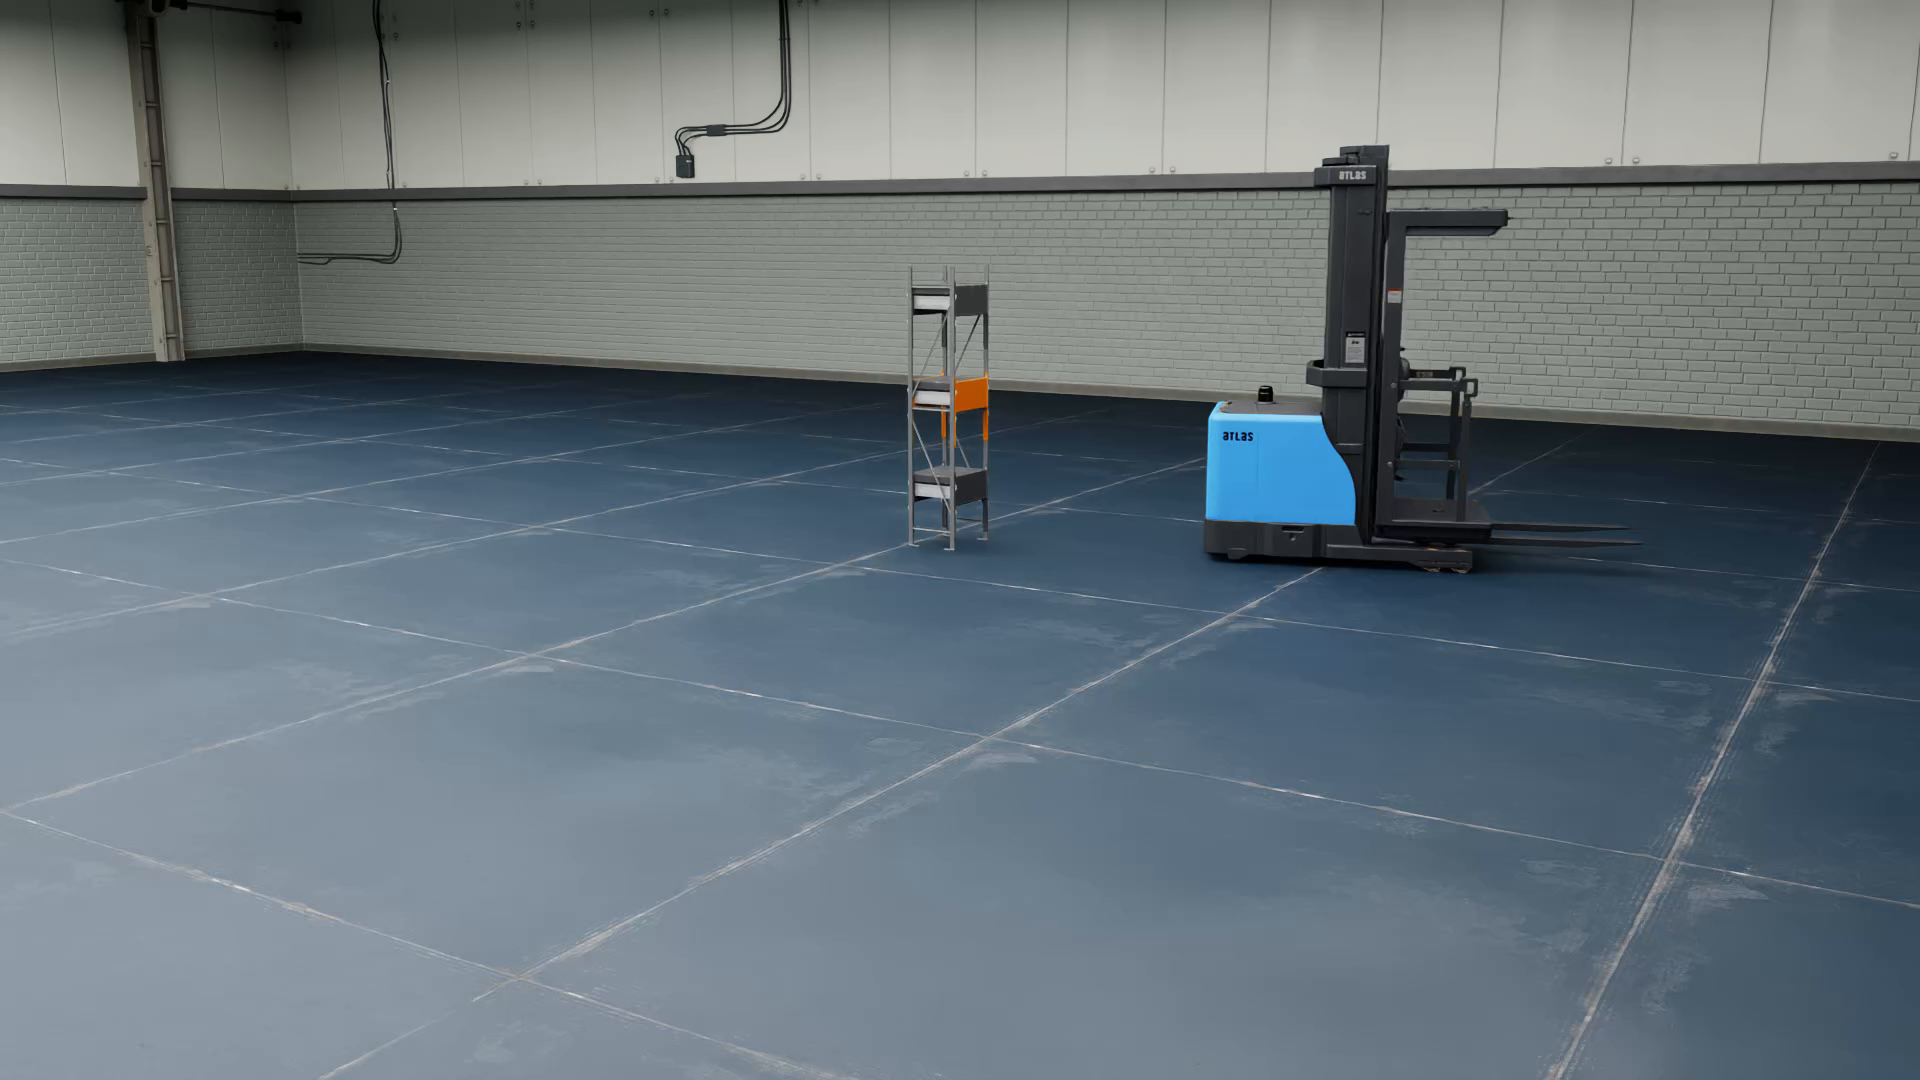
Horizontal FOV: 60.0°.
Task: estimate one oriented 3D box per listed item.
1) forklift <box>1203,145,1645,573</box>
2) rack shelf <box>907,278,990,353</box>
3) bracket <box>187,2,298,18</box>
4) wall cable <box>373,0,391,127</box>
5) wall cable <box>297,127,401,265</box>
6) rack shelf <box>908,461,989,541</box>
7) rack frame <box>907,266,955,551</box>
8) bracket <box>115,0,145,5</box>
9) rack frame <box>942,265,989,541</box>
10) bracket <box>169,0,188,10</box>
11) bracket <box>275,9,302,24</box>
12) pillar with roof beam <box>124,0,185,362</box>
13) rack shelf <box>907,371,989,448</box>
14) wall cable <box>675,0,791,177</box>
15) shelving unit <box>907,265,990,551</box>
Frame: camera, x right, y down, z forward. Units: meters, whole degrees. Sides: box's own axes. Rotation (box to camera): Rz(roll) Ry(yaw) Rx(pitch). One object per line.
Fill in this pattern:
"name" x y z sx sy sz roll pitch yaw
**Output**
"forklift" 3.337 -1.316 11.931 3.031 2.935 1.130 2 11 12
"rack shelf" -0.086 -1.681 12.410 0.431 0.518 0.480 6 12 31
"bracket" -12.974 -9.778 30.864 0.076 0.066 3.189 6 12 31
"wall cable" -9.445 -8.733 29.774 3.097 2.526 0.112 6 12 31
"wall cable" -11.757 -6.509 31.619 3.097 2.526 0.112 6 12 31
"rack shelf" -0.086 -0.305 12.668 0.431 0.518 0.480 6 12 31
"rack frame" -0.213 -0.968 12.331 0.400 2.100 0.015 6 12 31
"bracket" -14.328 -9.368 28.672 0.235 0.232 0.430 6 12 31
"rack frame" 0.041 -1.044 12.741 0.400 2.100 0.015 6 12 31
"bracket" -13.898 -9.499 29.370 0.235 0.232 0.430 6 12 31
"bracket" -12.667 -9.871 31.361 0.235 0.232 0.430 6 12 31
"pillar with roof beam" -10.737 -7.287 27.337 9.100 9.000 0.548 6 12 31
"rack shelf" -0.086 -0.993 12.539 0.431 0.518 0.480 6 12 31
"wall cable" -3.651 -8.797 26.163 2.305 6.003 0.169 6 12 31
"shelving unit" -0.086 -1.006 12.536 0.431 2.100 0.503 6 12 31
